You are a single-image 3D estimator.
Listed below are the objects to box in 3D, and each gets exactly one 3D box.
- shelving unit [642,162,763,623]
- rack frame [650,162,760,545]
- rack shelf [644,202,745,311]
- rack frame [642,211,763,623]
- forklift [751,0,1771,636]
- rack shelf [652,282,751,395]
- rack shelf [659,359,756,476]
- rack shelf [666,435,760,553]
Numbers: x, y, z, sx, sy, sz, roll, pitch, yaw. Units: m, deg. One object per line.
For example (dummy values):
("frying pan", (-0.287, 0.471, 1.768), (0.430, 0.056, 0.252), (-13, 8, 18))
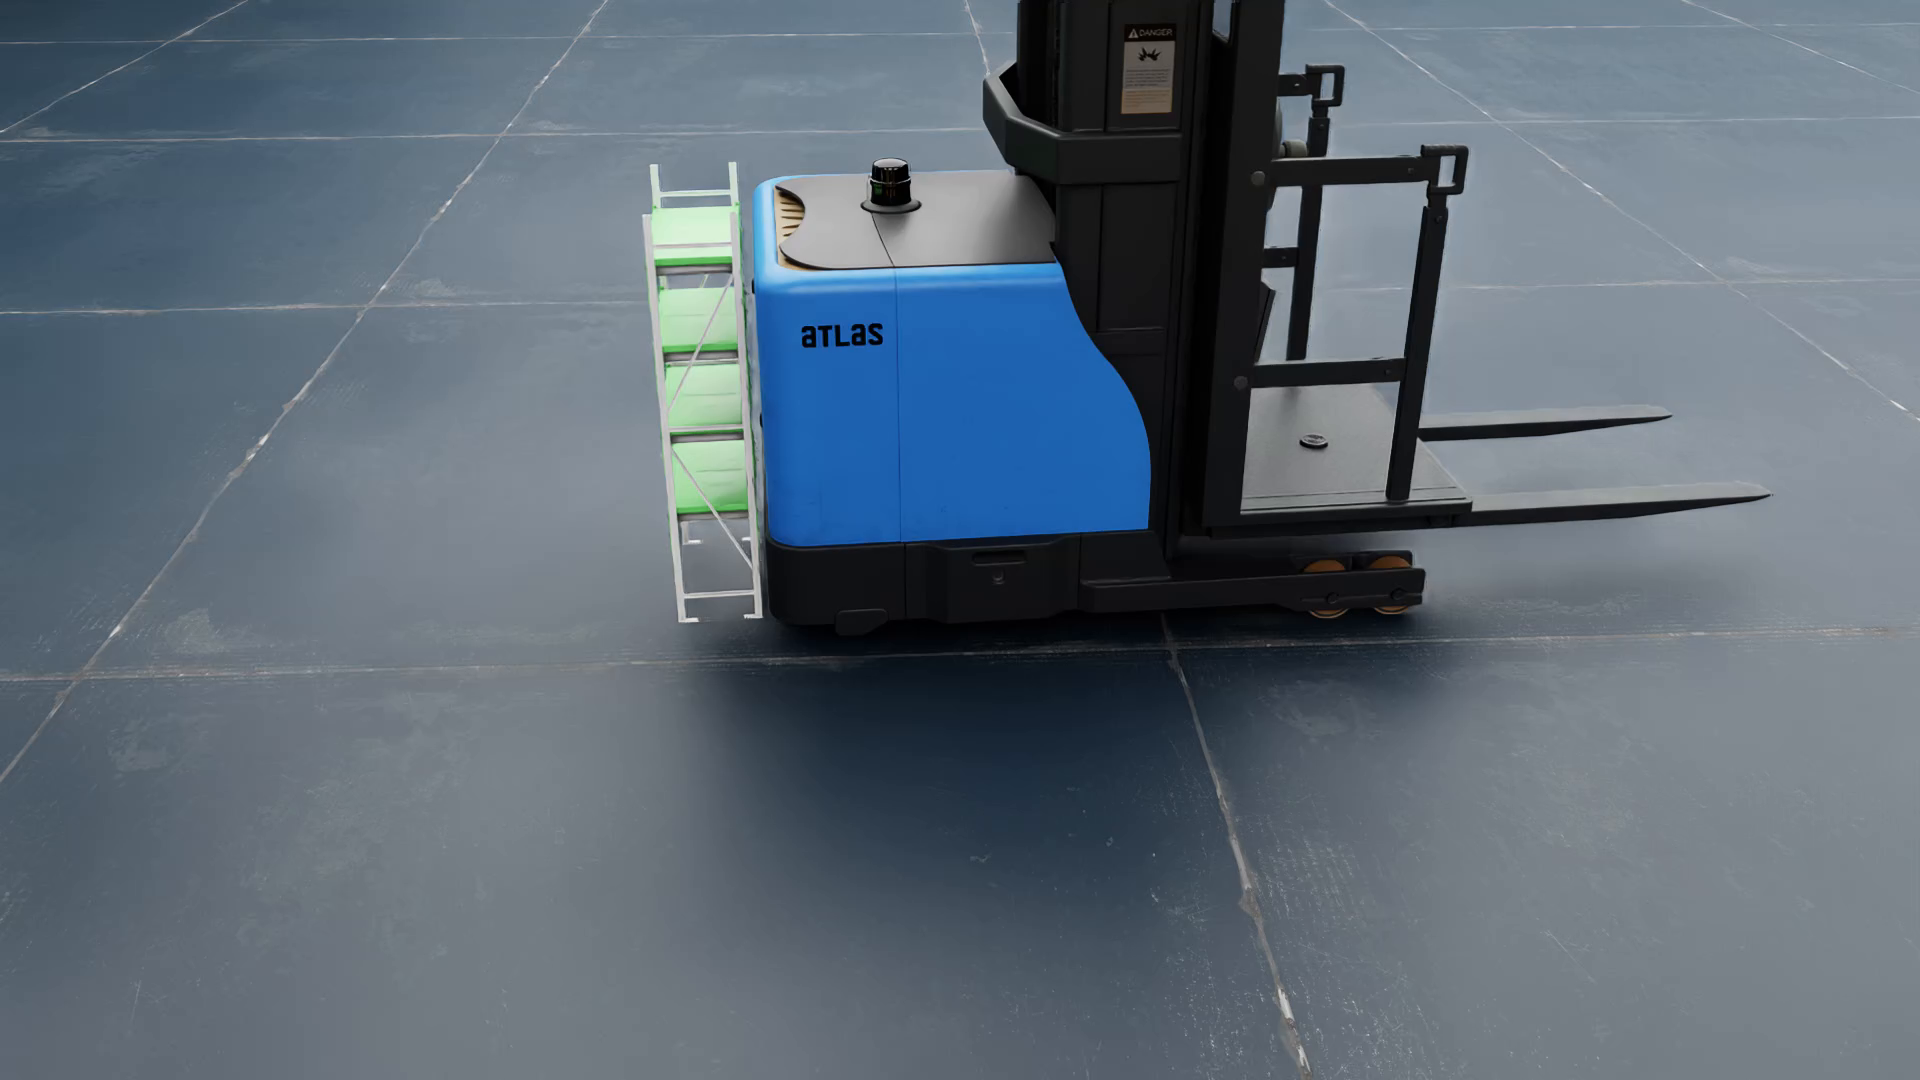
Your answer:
("shelving unit", (-0.722, -0.414, 4.747), (0.258, 1.200, 0.503), (-3, 28, -6))
("rack frame", (-0.752, -0.526, 4.962), (0.240, 1.200, 0.015), (-3, 28, -6))
("rack shelf", (-0.722, -0.783, 4.555), (0.258, 0.148, 0.480), (-3, 28, -6))
("rack frame", (-0.691, -0.302, 4.532), (0.240, 1.200, 0.015), (-3, 28, -6))
("forklift", (0.916, -1.313, 4.597), (3.031, 2.935, 1.130), (-3, 28, -6))
("rack shelf", (-0.722, -0.571, 4.666), (0.258, 0.148, 0.480), (-3, 28, -6))
("rack shelf", (-0.722, -0.358, 4.777), (0.258, 0.148, 0.480), (-3, 28, -6))
("rack shelf", (-0.722, -0.145, 4.888), (0.258, 0.148, 0.480), (-3, 28, -6))
